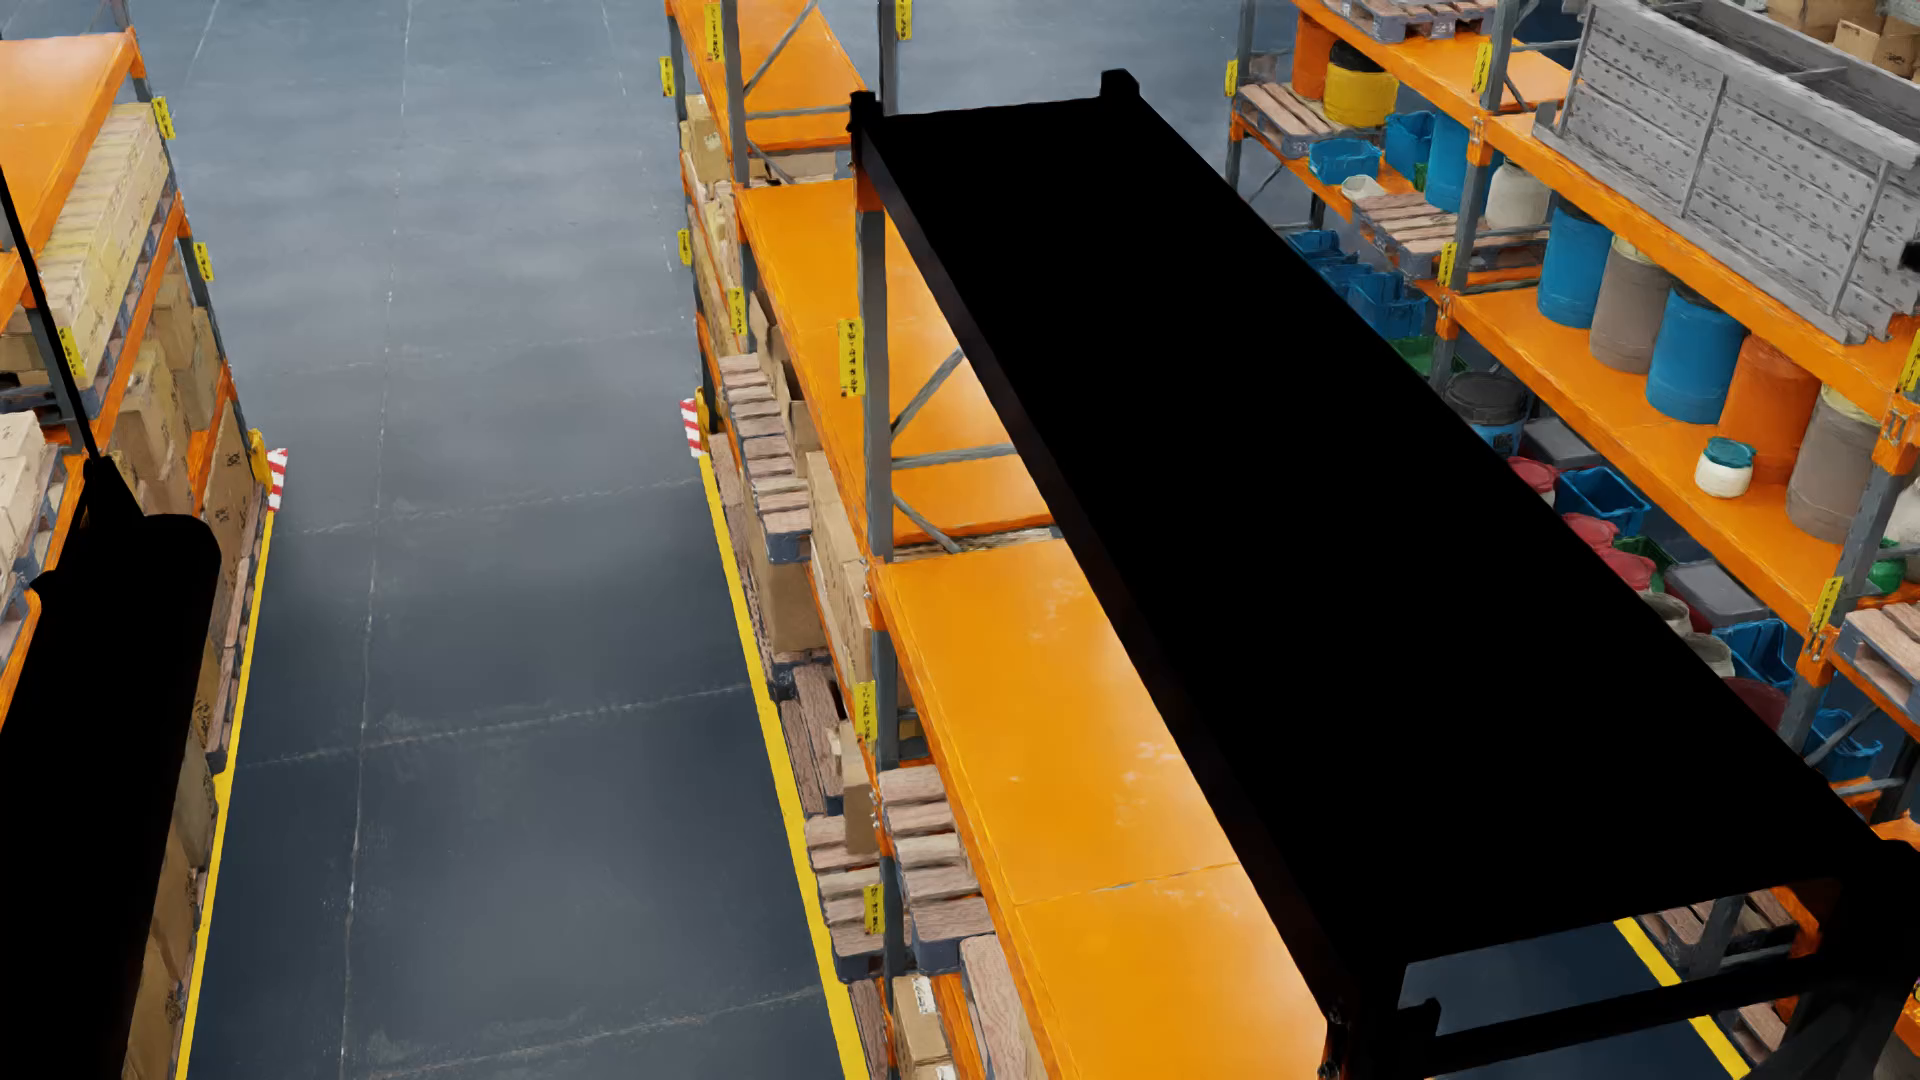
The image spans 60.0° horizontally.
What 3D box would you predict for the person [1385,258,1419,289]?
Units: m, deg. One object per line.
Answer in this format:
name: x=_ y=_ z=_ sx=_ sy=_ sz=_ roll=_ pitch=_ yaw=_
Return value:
person: x=4.692 y=-3.383 z=17.532 sx=0.522 sy=1.673 sz=0.683 roll=11 pitch=36 yaw=15
